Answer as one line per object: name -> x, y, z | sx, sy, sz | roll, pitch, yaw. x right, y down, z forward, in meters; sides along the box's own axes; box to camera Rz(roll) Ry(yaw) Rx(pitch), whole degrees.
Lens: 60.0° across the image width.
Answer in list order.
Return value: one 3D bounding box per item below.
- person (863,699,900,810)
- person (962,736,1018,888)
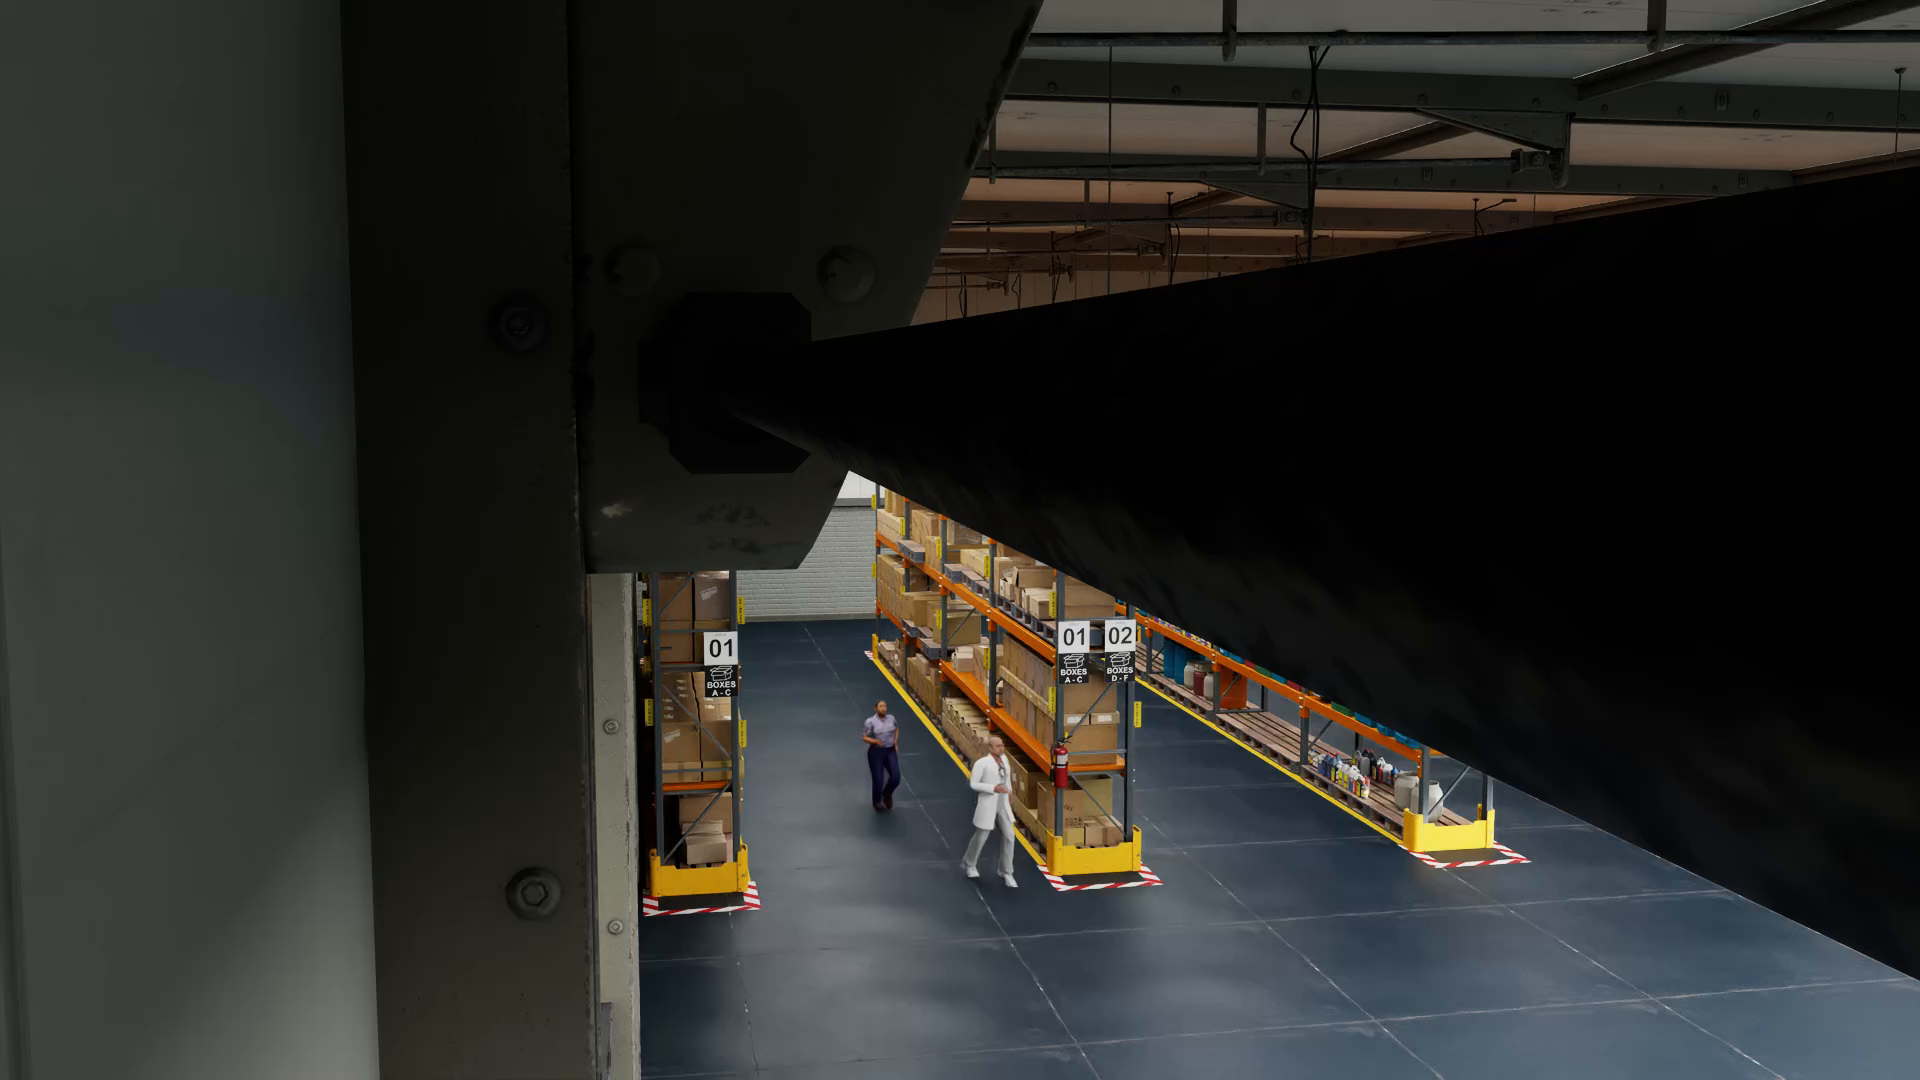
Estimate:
person -> -1.084, 3.085, 23.781 | 0.591, 1.618, 0.576 | -2, 6, -22
person -> 0.412, 3.338, 20.546 | 0.726, 1.854, 0.801 | -4, 7, -36
